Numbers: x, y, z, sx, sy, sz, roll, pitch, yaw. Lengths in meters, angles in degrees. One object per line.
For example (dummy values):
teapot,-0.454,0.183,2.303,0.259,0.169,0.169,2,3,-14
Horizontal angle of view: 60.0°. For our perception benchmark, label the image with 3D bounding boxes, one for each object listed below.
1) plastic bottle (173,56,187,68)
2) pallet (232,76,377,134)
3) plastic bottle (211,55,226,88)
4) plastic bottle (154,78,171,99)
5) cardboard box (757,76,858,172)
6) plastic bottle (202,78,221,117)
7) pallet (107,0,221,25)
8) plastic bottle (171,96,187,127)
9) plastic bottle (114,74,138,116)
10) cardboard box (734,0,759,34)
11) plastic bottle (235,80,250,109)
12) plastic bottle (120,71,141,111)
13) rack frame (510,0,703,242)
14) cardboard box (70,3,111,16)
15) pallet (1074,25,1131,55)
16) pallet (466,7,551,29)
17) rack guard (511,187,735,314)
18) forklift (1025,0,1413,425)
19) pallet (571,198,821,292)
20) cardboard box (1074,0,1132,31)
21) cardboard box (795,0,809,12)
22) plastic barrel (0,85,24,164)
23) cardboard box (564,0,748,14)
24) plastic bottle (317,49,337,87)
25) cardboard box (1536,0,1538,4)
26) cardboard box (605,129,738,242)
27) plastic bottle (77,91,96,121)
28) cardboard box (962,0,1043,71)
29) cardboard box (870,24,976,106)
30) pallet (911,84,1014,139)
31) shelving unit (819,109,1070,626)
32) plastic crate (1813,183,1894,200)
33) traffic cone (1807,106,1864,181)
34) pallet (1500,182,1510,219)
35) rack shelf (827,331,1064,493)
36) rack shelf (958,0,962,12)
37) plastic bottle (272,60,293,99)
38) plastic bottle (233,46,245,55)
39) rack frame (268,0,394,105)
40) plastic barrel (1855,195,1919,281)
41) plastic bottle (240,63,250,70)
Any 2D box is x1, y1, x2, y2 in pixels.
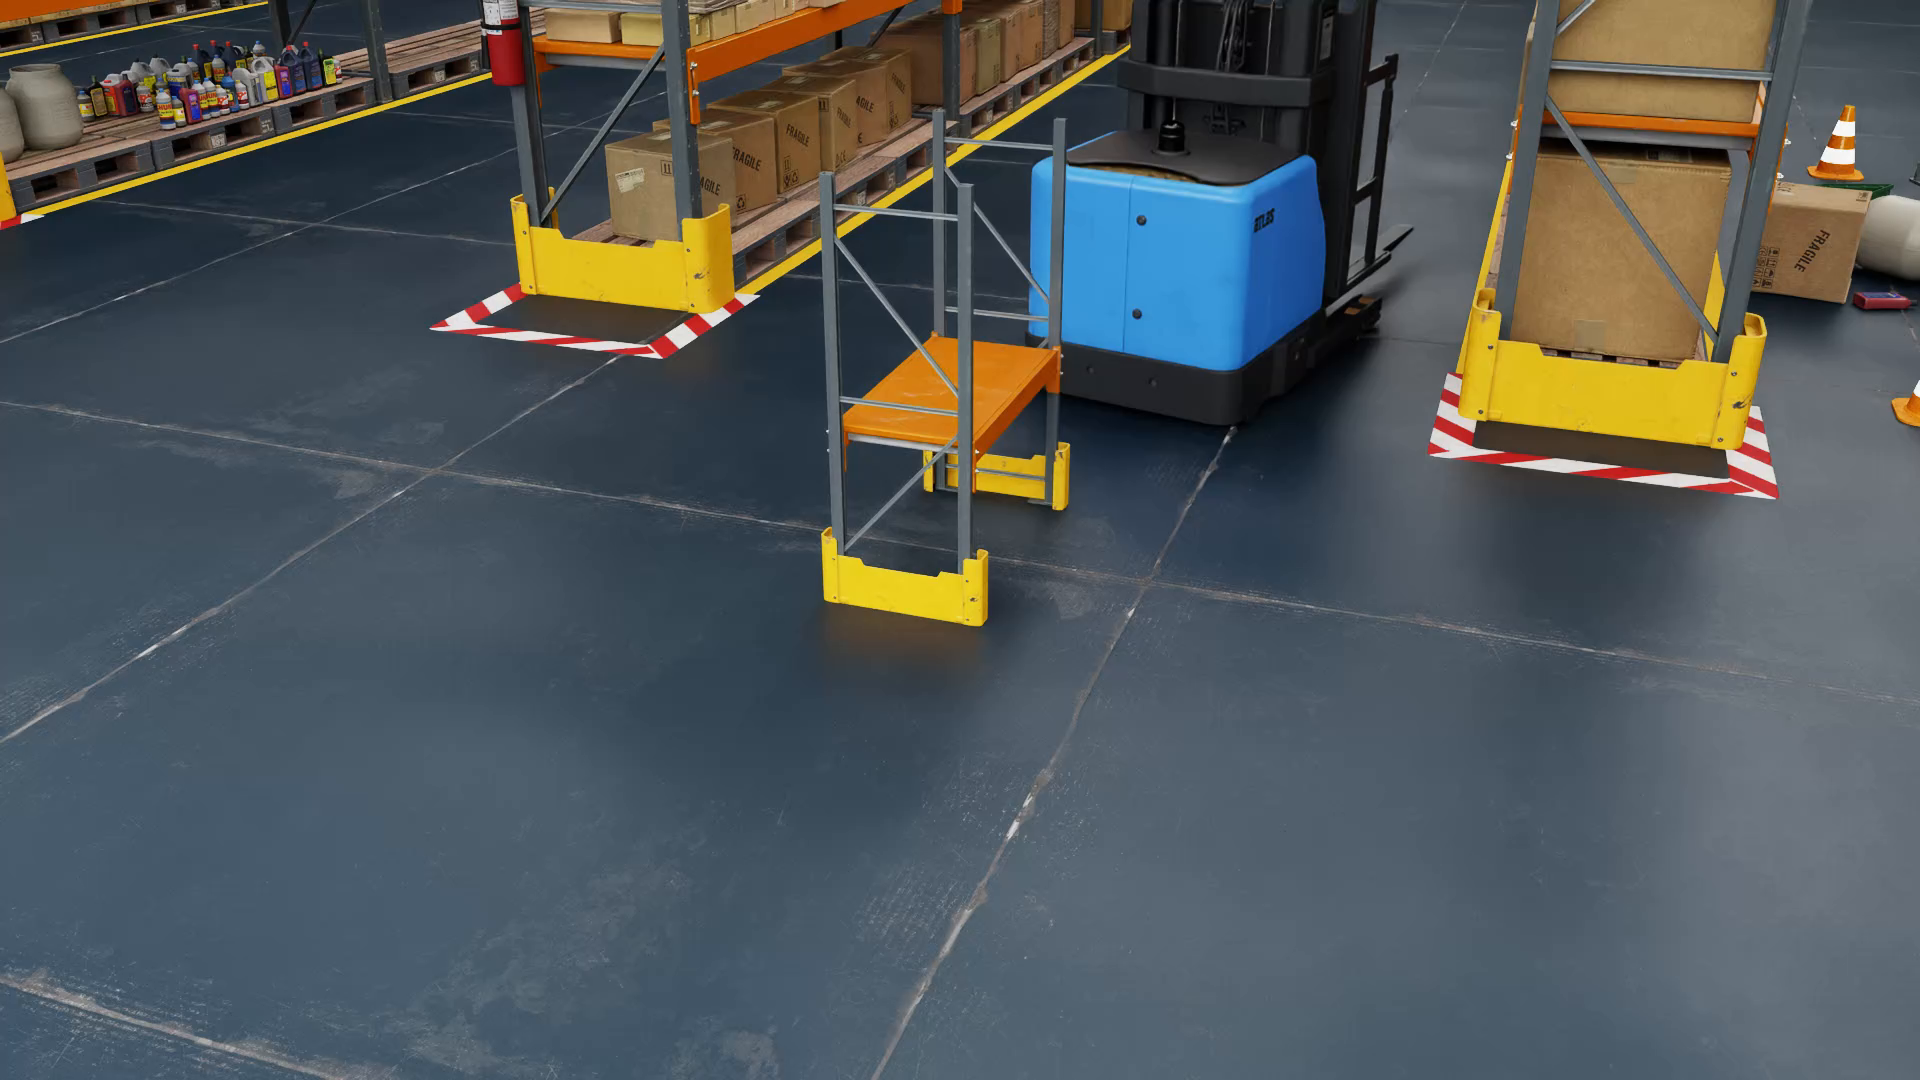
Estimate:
plastic bottle,-5.981,-3.576,12.806,0.061,0.283,0.133,10,28,20
pallet,-5.427,-3.486,13.209,1.003,0.211,1.213,9,27,17
plastic bottle,-5.759,-3.633,12.937,0.097,0.271,0.097,0,26,0
plastic bottle,-5.962,-3.350,12.434,0.097,0.201,0.097,0,26,0
cardboard box,-0.980,-2.696,10.762,0.500,0.500,0.500,6,27,13
plastic bottle,-5.451,-3.220,12.083,0.097,0.271,0.097,0,26,0
pallet,-8.814,-5.787,17.961,1.003,0.211,1.213,9,27,17
plastic bottle,-5.564,-3.049,11.811,0.097,0.201,0.097,0,26,0
plastic bottle,-6.087,-3.246,12.124,0.061,0.283,0.133,9,27,17
cardboard box,-1.306,-2.819,8.919,0.380,0.149,0.250,9,27,17
plastic bottle,-5.349,-3.313,12.357,0.097,0.201,0.097,0,26,0
plastic bottle,-6.142,-3.315,12.275,0.152,0.276,0.135,8,27,16
rack frame,-1.825,-2.649,8.280,1.000,3.000,0.127,9,27,17
cardboard box,-8.955,-5.445,16.726,0.500,0.250,0.500,9,27,18
pallet,1.171,-4.995,16.324,1.003,0.211,1.213,9,27,17
pallet,-4.128,-5.087,16.515,1.003,0.211,1.213,9,27,17
rack guard,-1.799,-1.556,8.889,1.175,0.500,0.348,9,27,17
forklift,1.489,-2.408,7.860,1.130,2.935,3.031,15,30,28
pallet,-1.496,-1.754,9.631,1.003,0.211,1.213,9,27,17
cardboard box,1.087,-5.450,16.021,1.225,0.875,0.875,7,27,15
cardboard box,-1.095,-3.134,9.568,0.380,0.149,0.250,9,27,17
plastic barrel,-6.348,-2.719,10.796,0.421,0.512,0.421,0,26,0
cardboard box,-1.616,-3.050,8.652,0.875,0.500,0.500,9,27,17
plastic bottle,-5.013,-3.741,13.147,0.061,0.283,0.133,10,28,20
cardboard box,4.906,-3.756,12.664,1.050,0.750,0.750,9,27,18
cardboard box,-1.601,-1.968,9.258,0.500,0.500,0.500,14,29,27
plastic bottle,-6.298,-3.125,11.967,0.097,0.201,0.097,0,26,0
cardboard box,0.279,-4.268,13.986,0.700,0.500,0.500,11,28,22
cardboard box,-0.269,-3.615,12.639,0.700,0.500,0.500,7,27,13
pallet,-0.236,-3.358,12.944,1.003,0.211,1.213,9,27,17
shelving unit,-0.025,-0.644,5.858,0.587,1.500,1.083,9,27,17
plastic crate,5.328,-2.031,10.164,0.662,0.188,0.450,-20,23,-36
traffic cone,6.020,-2.723,11.342,0.336,0.463,0.334,9,27,17
pallet,3.823,-1.976,10.089,1.003,0.211,1.213,9,27,17
rack shelf,-0.028,-0.478,5.929,0.538,0.185,1.000,9,27,17
rack shelf,0.172,-4.791,13.529,1.077,0.370,4.000,9,27,17
plastic bottle,-5.186,-3.529,12.708,0.061,0.283,0.133,11,28,21
plastic bottle,-5.765,-3.779,13.234,0.152,0.276,0.135,10,27,19
rack frame,-5.164,-5.011,13.158,1.000,3.000,0.127,9,27,17
plastic barrel,5.219,-1.684,9.243,0.421,0.421,0.512,-14,29,-27
plastic bottle,-5.383,-3.473,12.593,0.061,0.283,0.133,9,27,17
